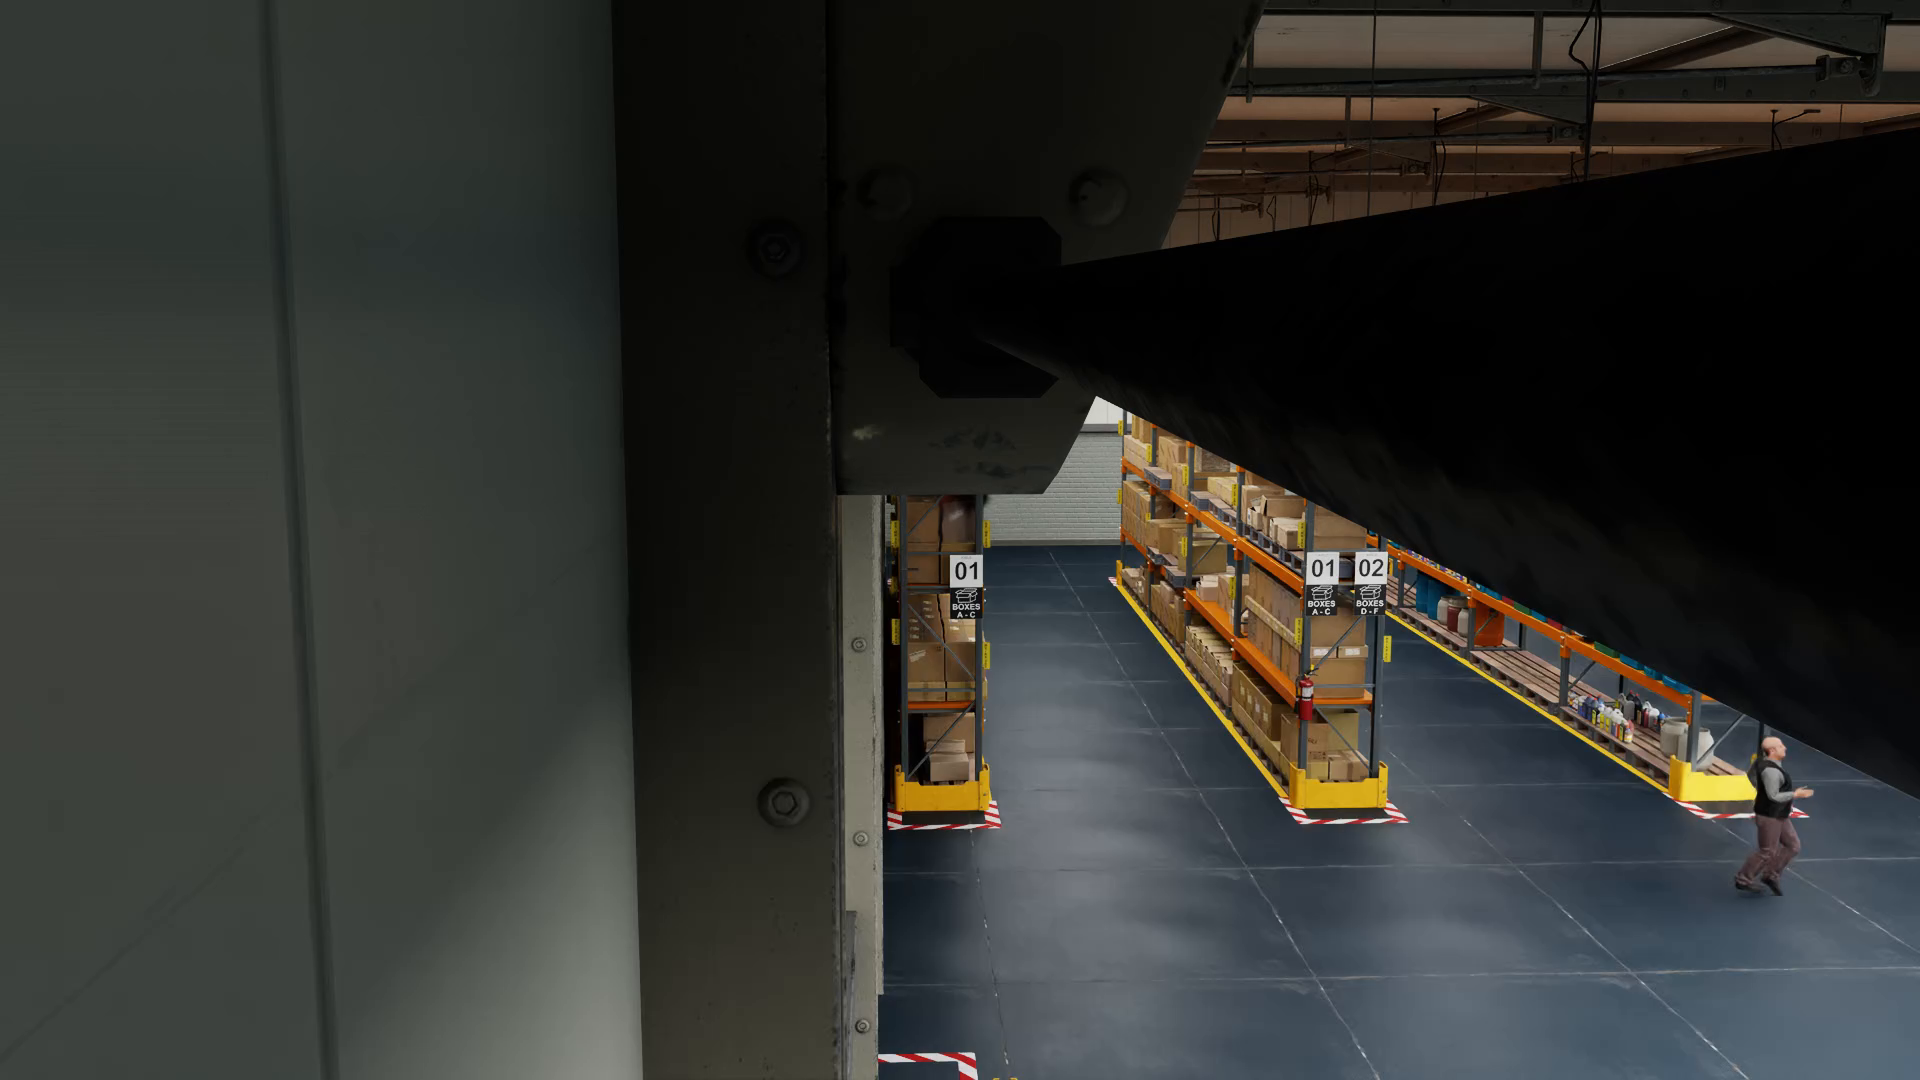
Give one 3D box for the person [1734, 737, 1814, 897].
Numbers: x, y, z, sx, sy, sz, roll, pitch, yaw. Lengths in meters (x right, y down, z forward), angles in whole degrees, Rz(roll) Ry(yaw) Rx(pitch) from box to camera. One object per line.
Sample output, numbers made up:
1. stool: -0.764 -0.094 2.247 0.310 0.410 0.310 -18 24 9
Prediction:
1. person: 8.567 2.930 17.485 0.687 1.755 0.638 4 9 27
